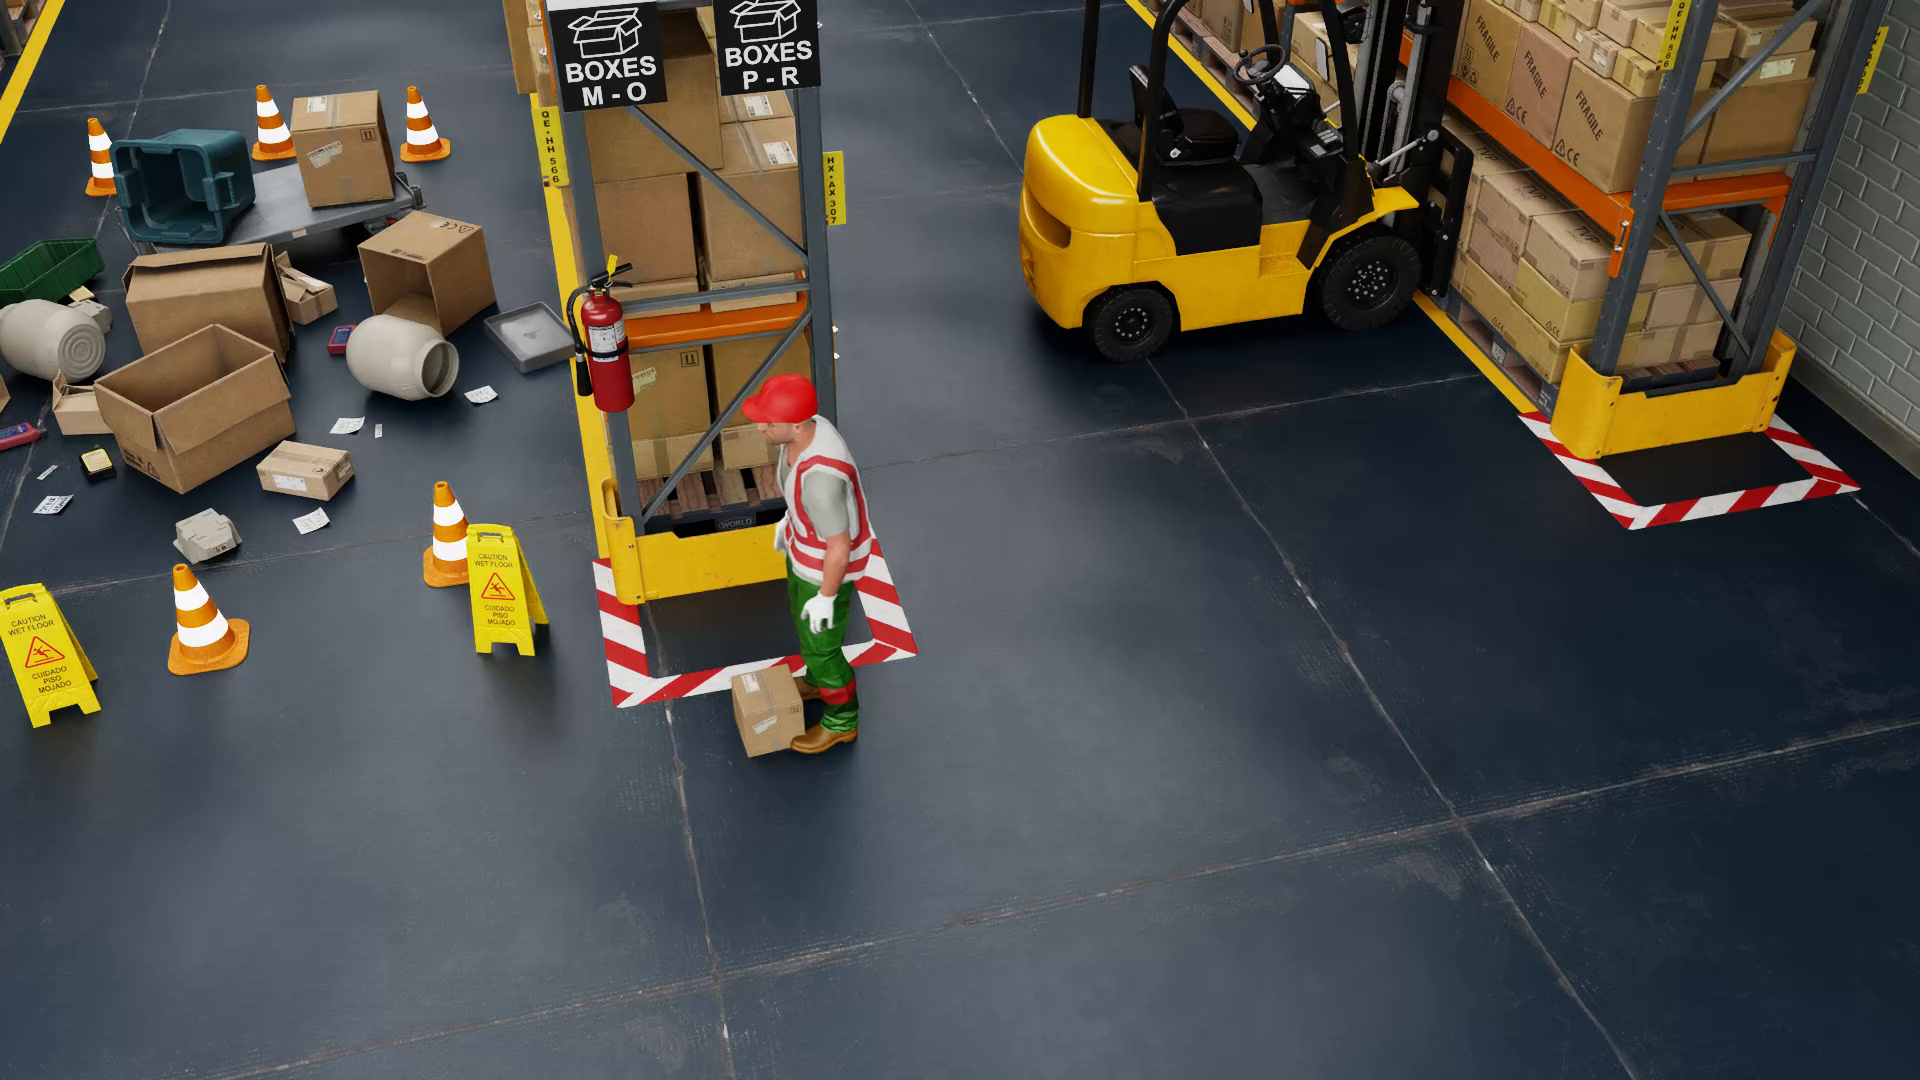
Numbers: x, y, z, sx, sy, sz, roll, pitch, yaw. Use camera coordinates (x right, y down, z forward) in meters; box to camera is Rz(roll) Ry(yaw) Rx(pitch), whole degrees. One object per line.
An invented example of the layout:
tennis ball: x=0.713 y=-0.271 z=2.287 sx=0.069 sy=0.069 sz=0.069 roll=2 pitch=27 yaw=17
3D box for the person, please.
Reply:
person: x=-0.586 y=0.088 z=6.588 sx=0.446 sy=1.780 sz=0.623 roll=-11 pitch=39 yaw=-14
